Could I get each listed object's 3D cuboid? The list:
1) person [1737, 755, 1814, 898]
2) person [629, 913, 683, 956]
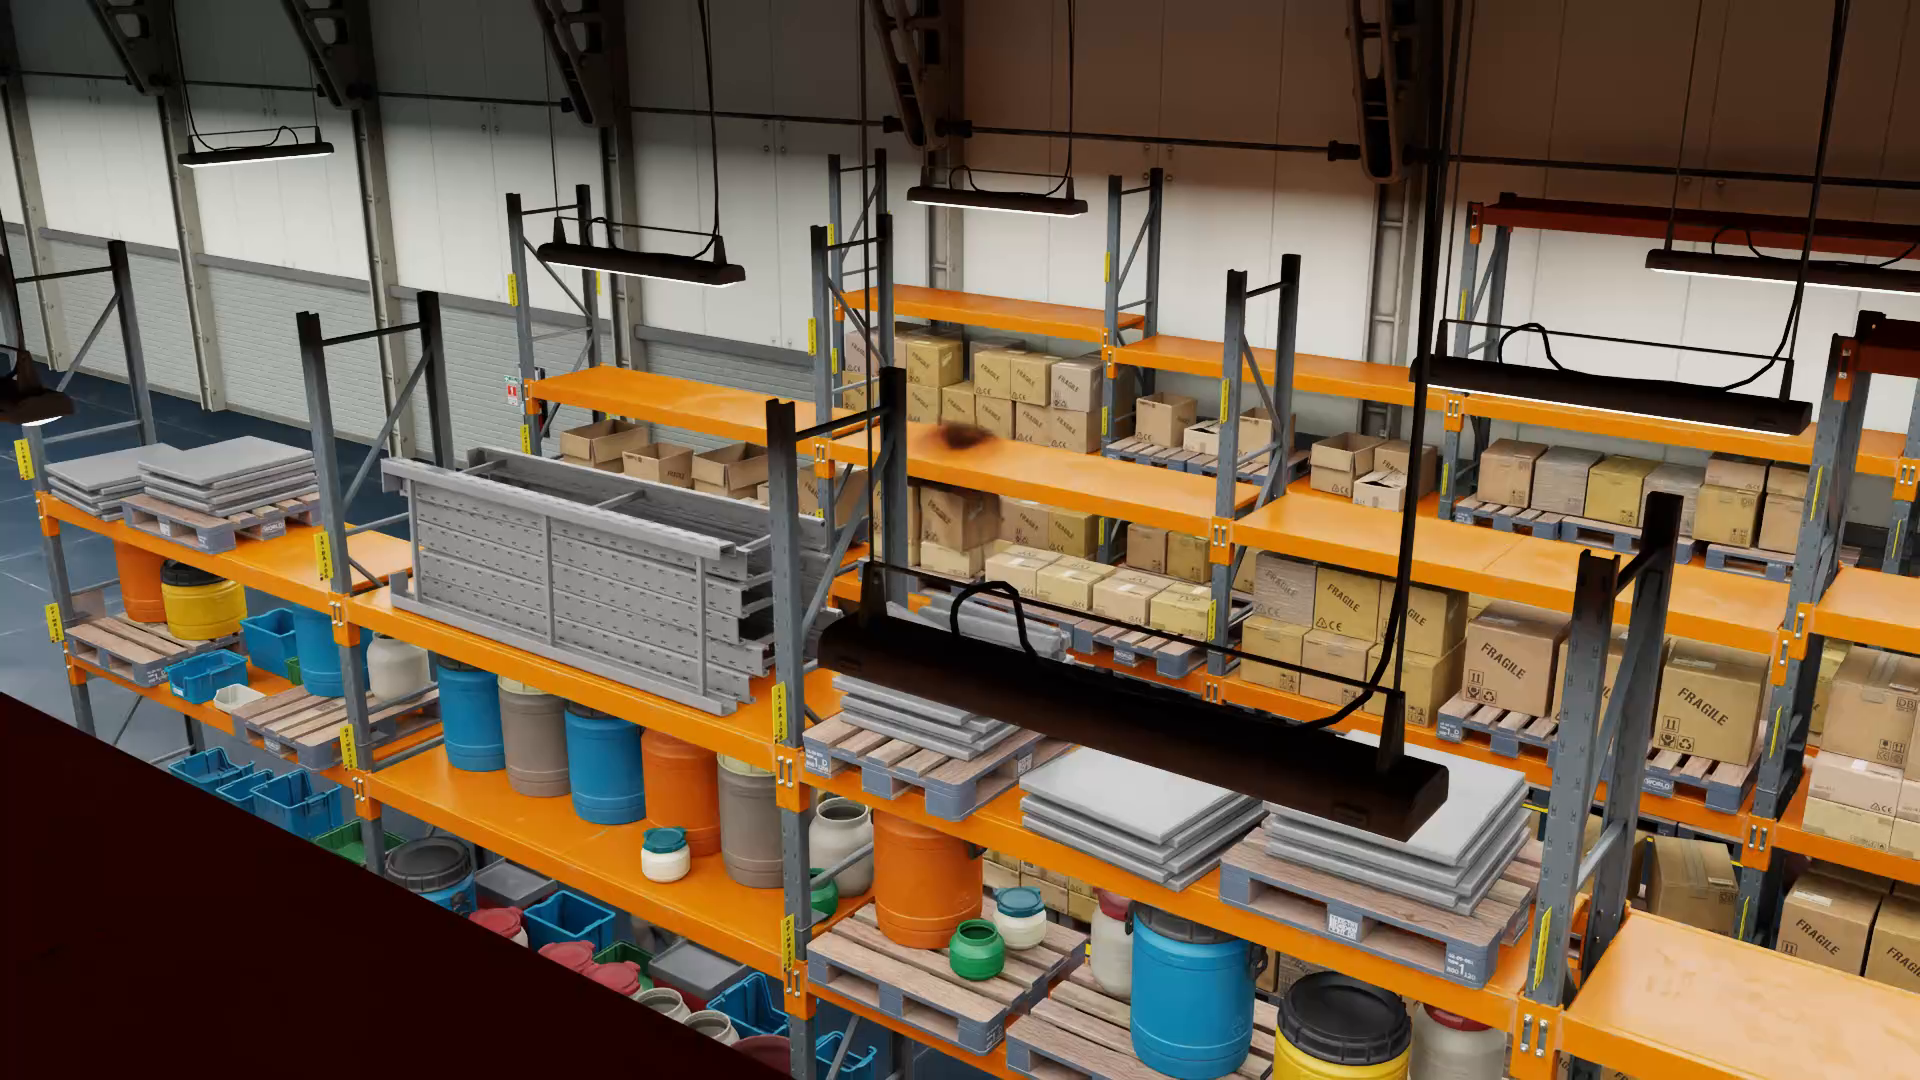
[{"bbox_3d":[7.123,2.648,14.446,1.129,1.725,0.681,9,21,26],"label":"person"},{"bbox_3d":[-2.479,3.074,13.405,0.524,1.598,0.789,1,19,3],"label":"person"}]
